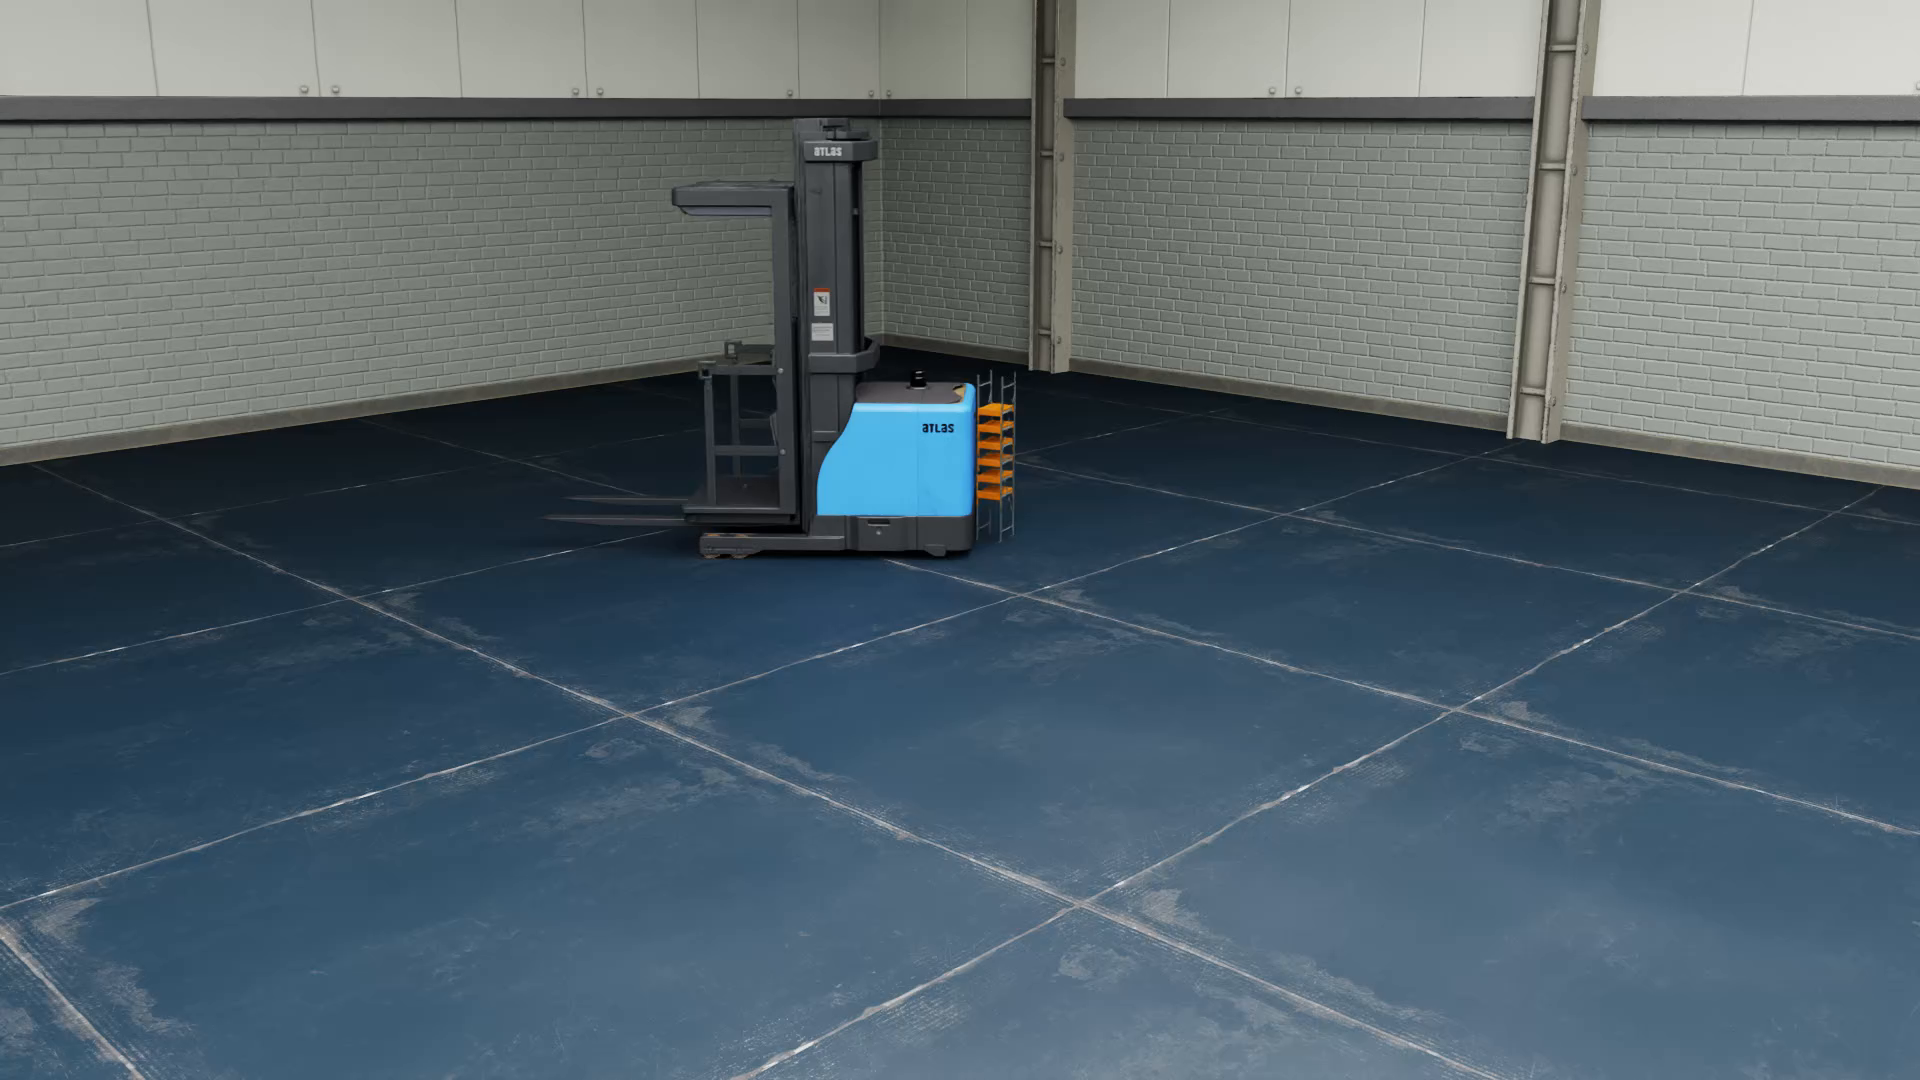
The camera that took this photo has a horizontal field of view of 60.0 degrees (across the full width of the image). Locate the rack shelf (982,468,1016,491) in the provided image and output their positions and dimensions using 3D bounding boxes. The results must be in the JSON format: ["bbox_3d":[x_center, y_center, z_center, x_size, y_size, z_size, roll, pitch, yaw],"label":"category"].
[{"bbox_3d":[0.285,-0.433,11.866,0.180,0.103,0.258,5,15,18],"label":"rack shelf"}]

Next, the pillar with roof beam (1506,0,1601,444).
[{"bbox_3d":[2.386,-4.525,11.453,0.400,9.000,9.100,14,20,42],"label":"pillar with roof beam"}]

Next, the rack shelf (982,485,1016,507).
[{"bbox_3d":[0.285,-0.317,11.896,0.180,0.103,0.258,5,15,18],"label":"rack shelf"}]

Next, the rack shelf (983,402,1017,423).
[{"bbox_3d":[0.285,-0.898,11.747,0.180,0.103,0.258,5,15,18],"label":"rack shelf"}]

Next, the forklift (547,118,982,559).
[{"bbox_3d":[-1.364,-1.422,11.576,3.031,2.935,1.130,1,15,2],"label":"forklift"}]

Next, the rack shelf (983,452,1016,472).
[{"bbox_3d":[0.285,-0.550,11.836,0.180,0.103,0.258,5,15,18],"label":"rack shelf"}]

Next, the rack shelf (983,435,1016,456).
[{"bbox_3d":[0.285,-0.666,11.806,0.180,0.103,0.258,5,15,18],"label":"rack shelf"}]

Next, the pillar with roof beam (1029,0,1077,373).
[{"bbox_3d":[-1.933,-5.576,15.483,0.400,9.000,9.100,14,20,42],"label":"pillar with roof beam"}]

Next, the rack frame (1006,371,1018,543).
[{"bbox_3d":[0.372,-0.585,11.797,0.006,1.200,0.240,5,15,18],"label":"rack frame"}]

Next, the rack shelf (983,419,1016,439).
[{"bbox_3d":[0.285,-0.782,11.777,0.180,0.103,0.258,5,15,18],"label":"rack shelf"}]

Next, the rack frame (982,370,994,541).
[{"bbox_3d":[0.198,-0.600,11.854,0.006,1.200,0.240,5,15,18],"label":"rack frame"}]

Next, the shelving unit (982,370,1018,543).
[{"bbox_3d":[0.285,-0.593,11.825,0.189,1.200,0.258,5,15,18],"label":"shelving unit"}]
